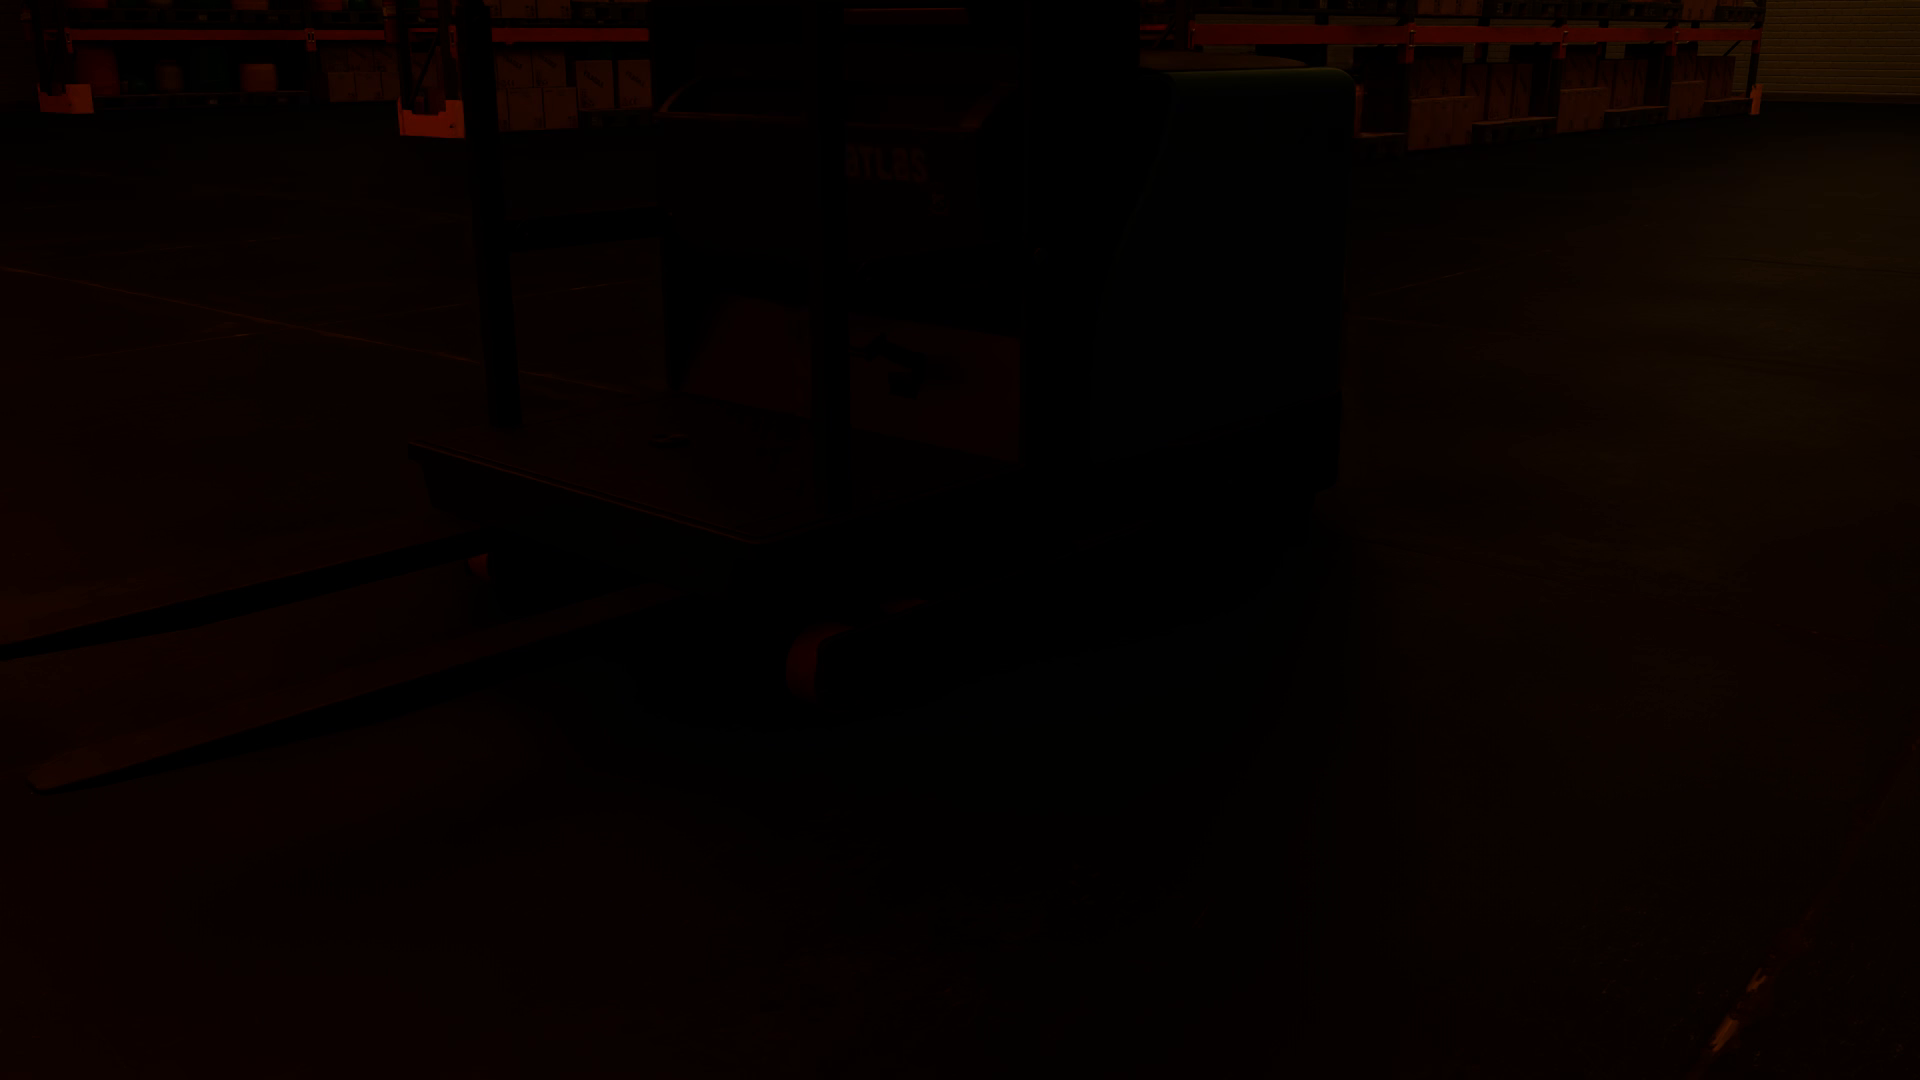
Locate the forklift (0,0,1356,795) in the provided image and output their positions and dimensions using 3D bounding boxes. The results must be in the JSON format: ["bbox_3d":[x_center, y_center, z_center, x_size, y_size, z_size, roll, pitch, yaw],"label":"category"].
[{"bbox_3d":[-0.411,-1.261,3.049,1.130,2.935,3.031,15,22,40],"label":"forklift"}]
